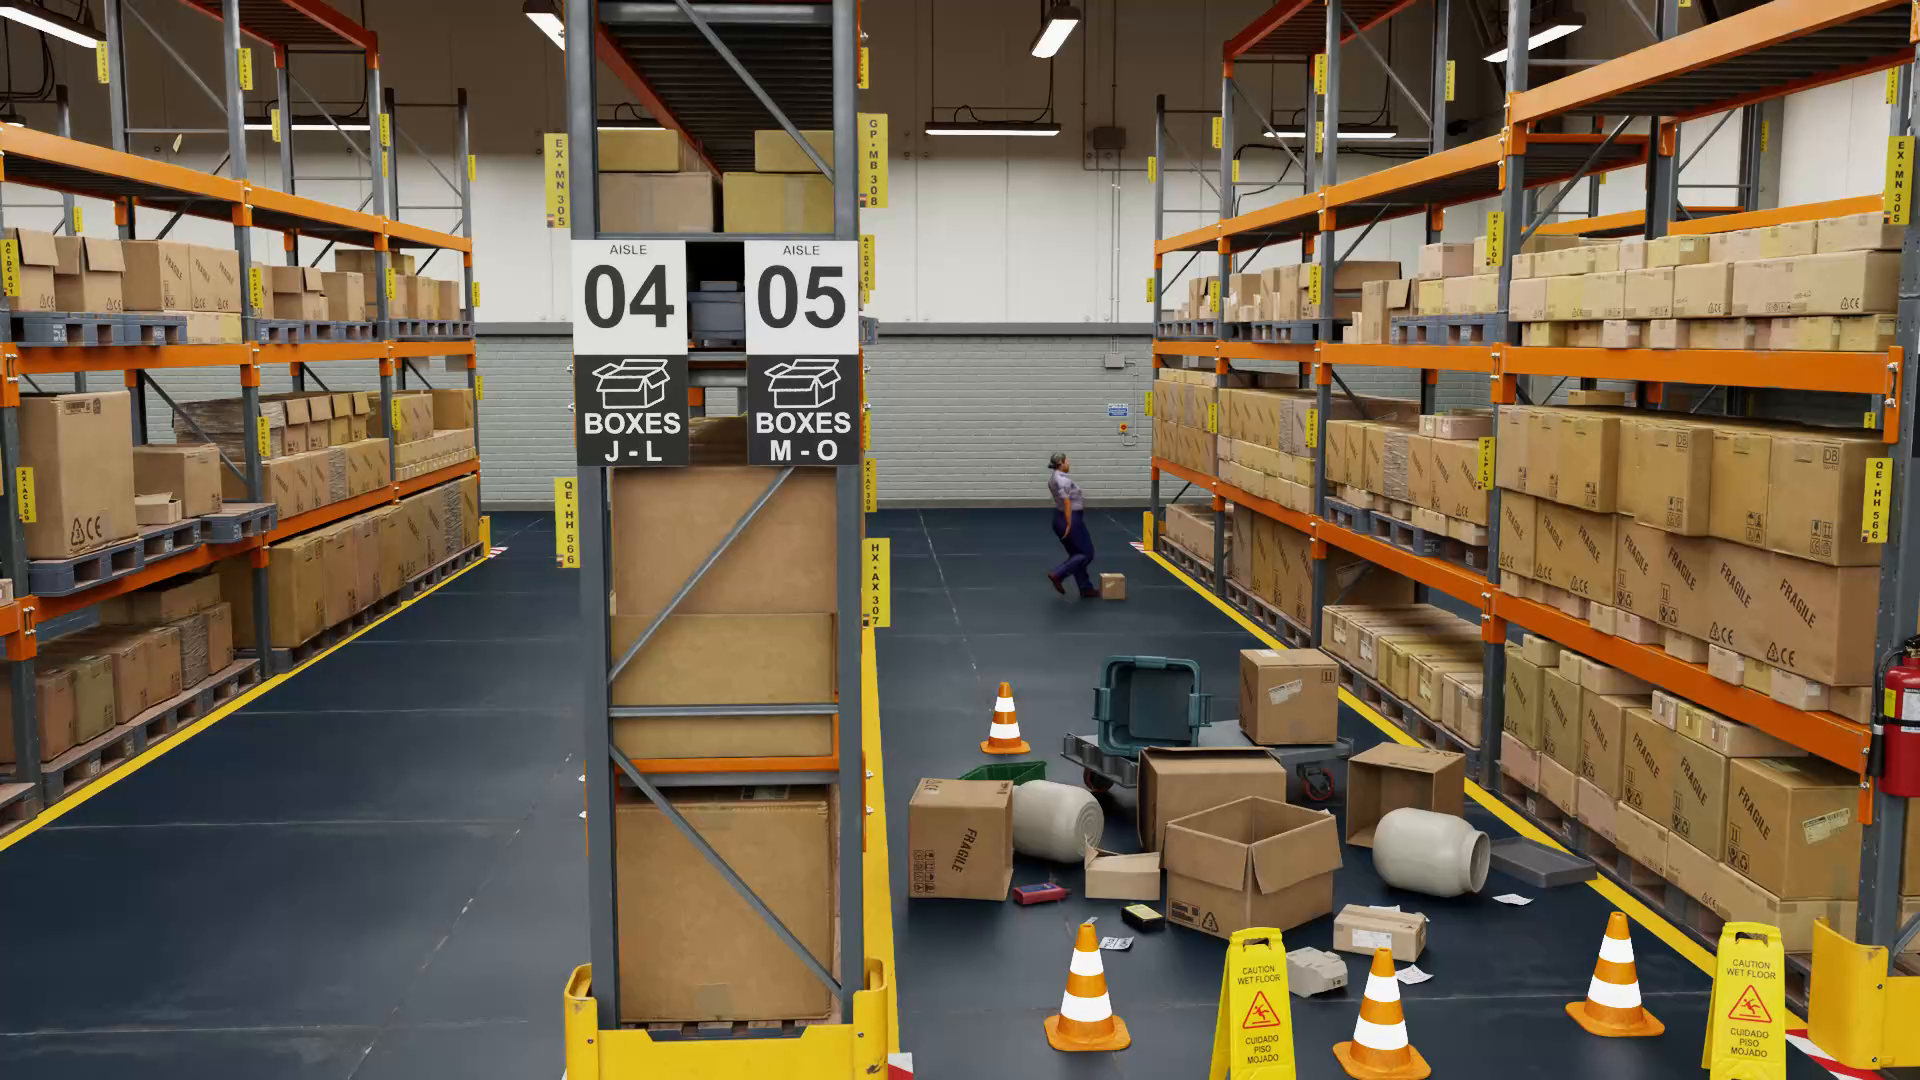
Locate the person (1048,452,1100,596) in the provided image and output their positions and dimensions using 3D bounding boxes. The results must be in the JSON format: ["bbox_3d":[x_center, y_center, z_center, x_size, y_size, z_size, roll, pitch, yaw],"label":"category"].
[{"bbox_3d":[1.285,-0.168,18.267,0.715,1.602,0.521,-2,7,-15],"label":"person"}]
